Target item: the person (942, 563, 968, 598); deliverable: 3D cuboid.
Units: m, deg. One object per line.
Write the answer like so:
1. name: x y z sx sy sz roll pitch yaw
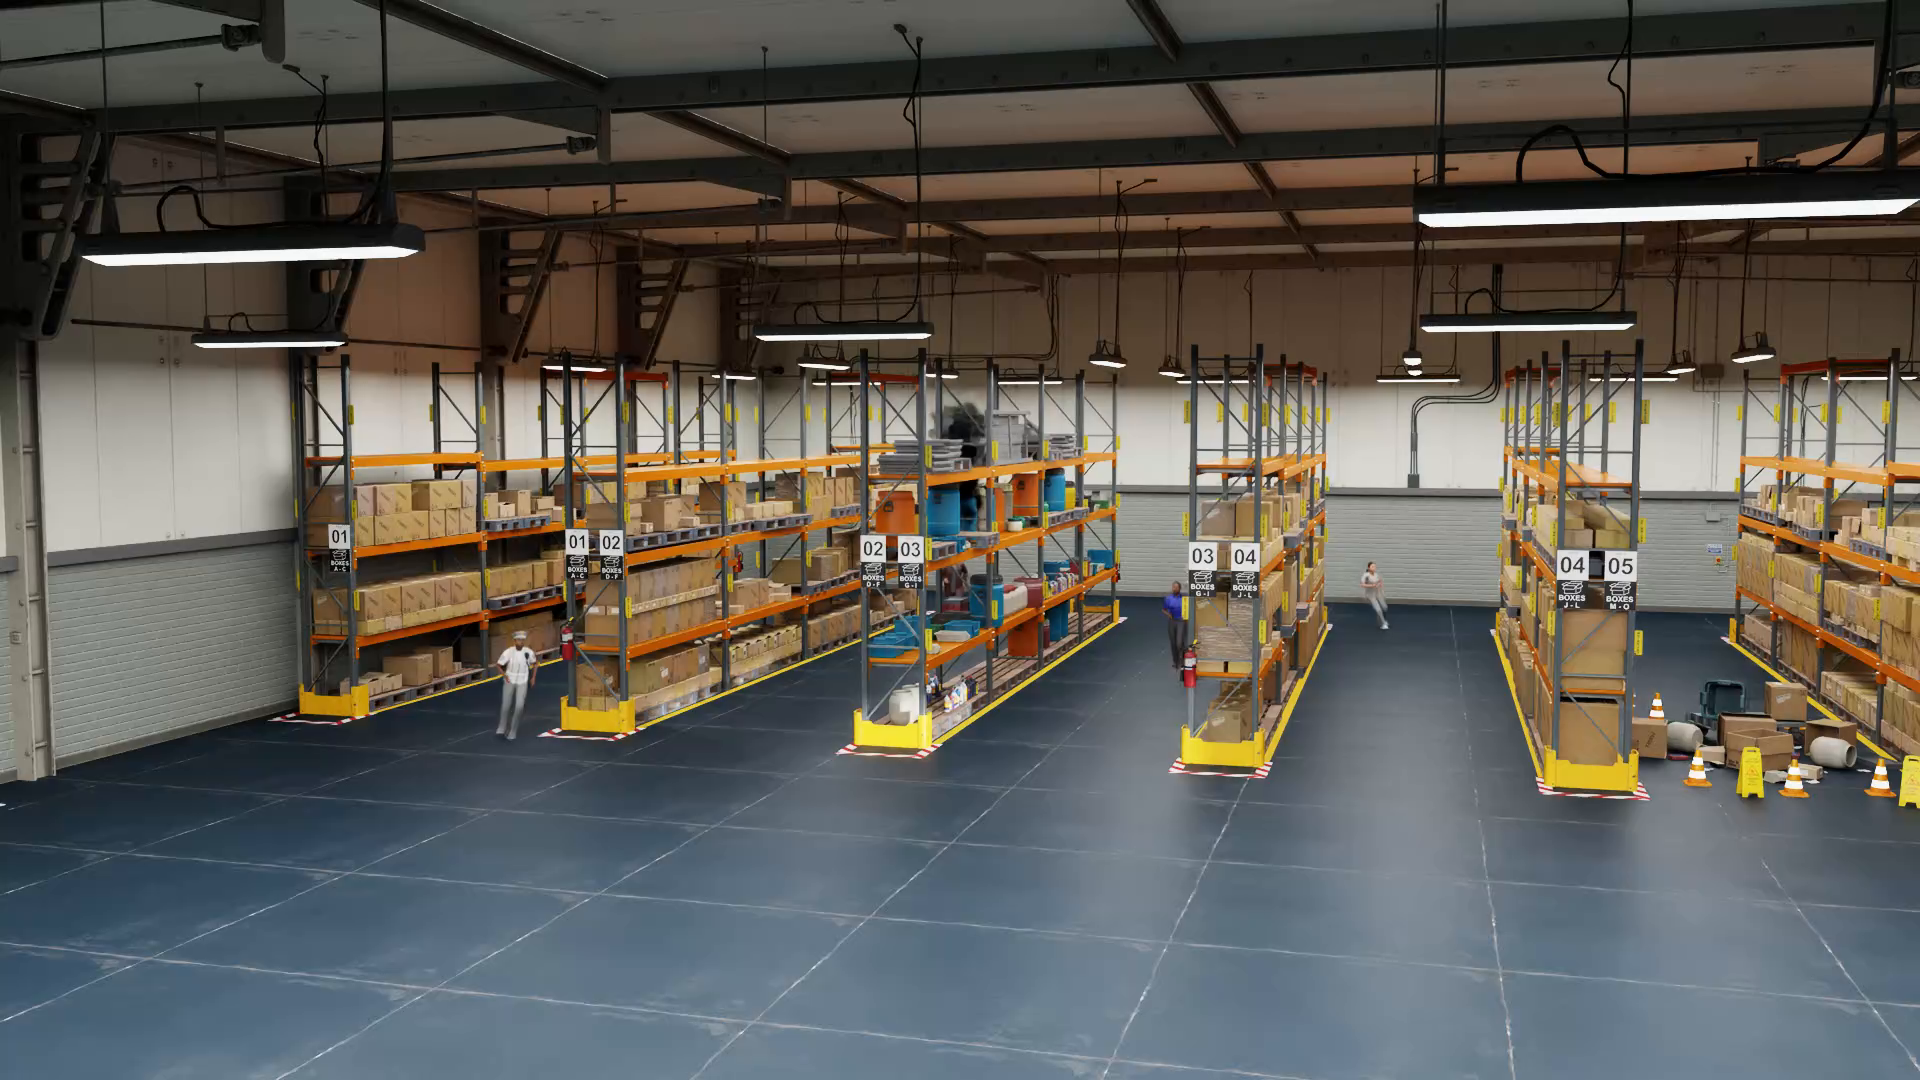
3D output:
1. person: -0.163 1.196 38.878 0.675 1.804 1.017 0 4 3

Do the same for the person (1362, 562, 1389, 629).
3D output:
1. person: 9.754 1.292 38.894 0.806 1.575 0.514 -2 5 -20

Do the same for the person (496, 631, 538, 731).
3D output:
1. person: -6.870 2.174 25.808 0.635 1.549 0.647 -1 4 -17

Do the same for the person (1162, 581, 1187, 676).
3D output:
1. person: 4.019 1.634 30.702 0.590 1.747 0.687 1 4 17
